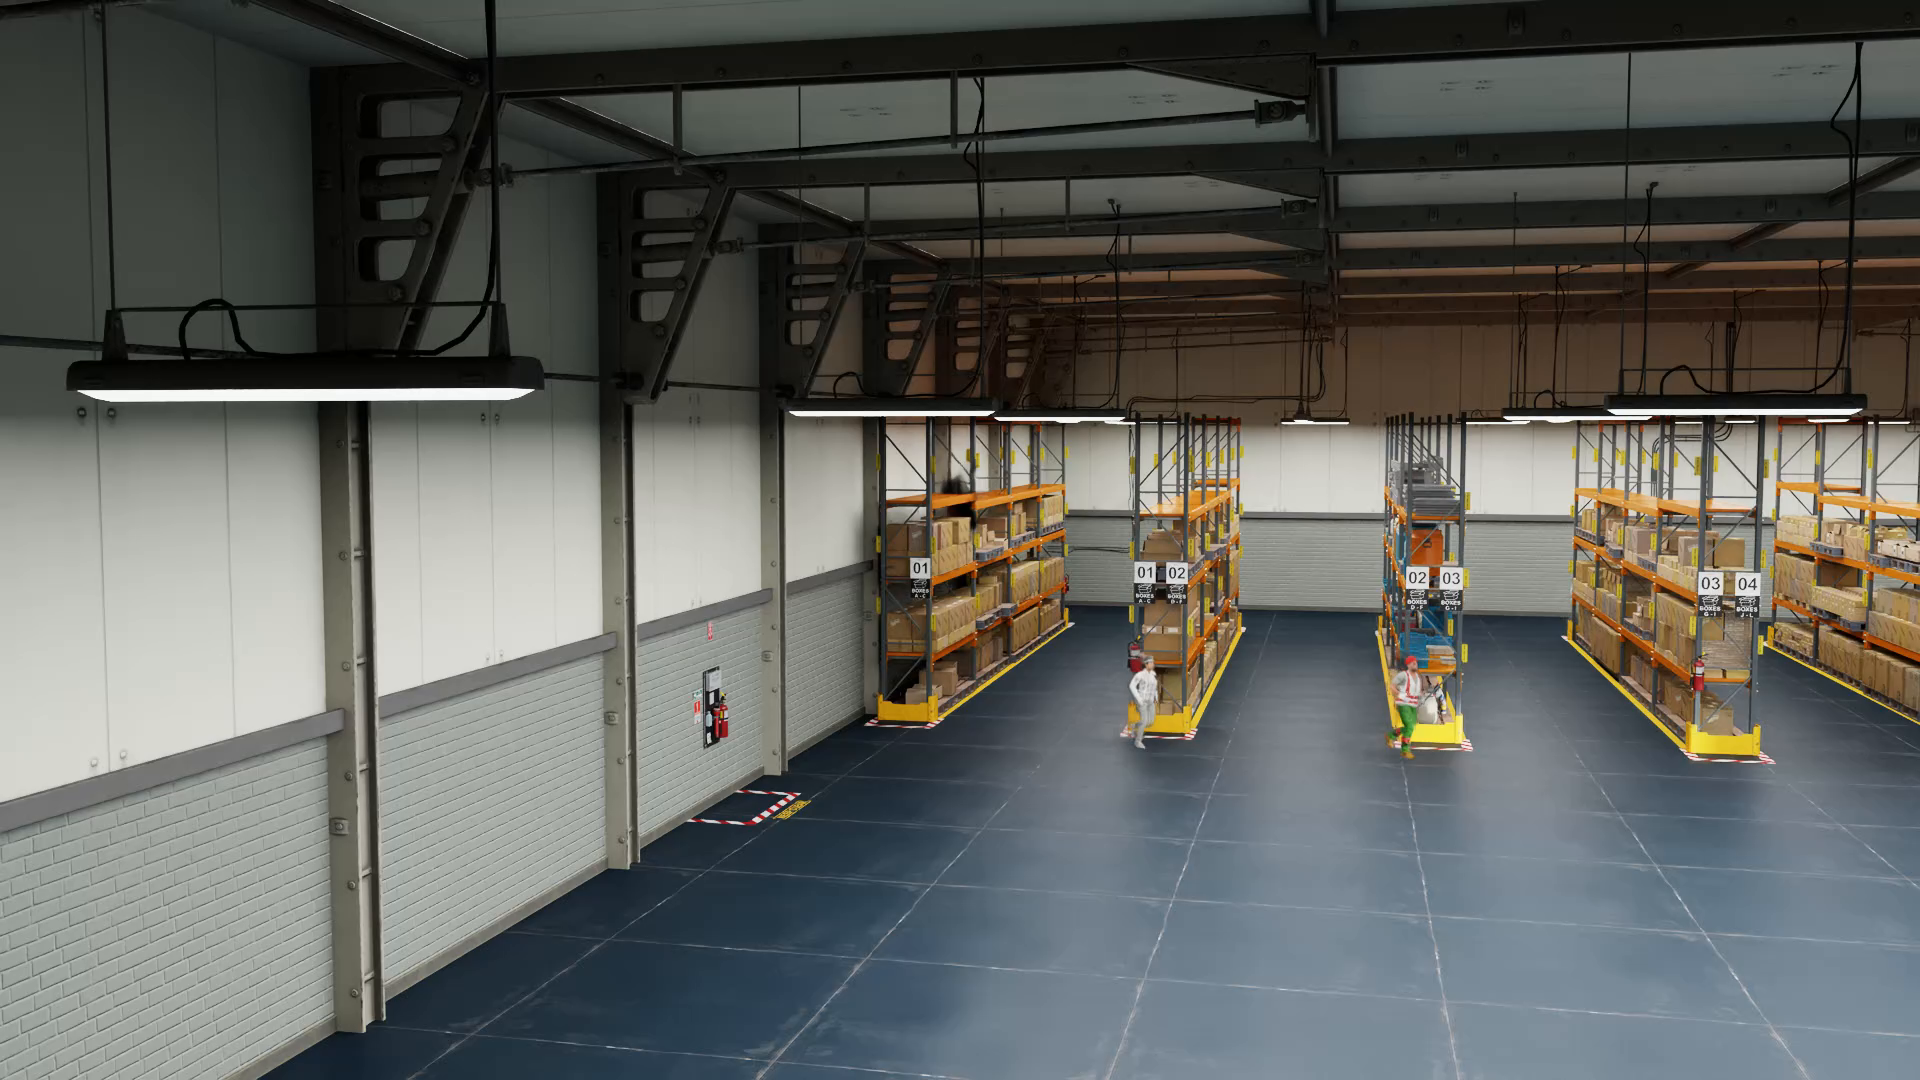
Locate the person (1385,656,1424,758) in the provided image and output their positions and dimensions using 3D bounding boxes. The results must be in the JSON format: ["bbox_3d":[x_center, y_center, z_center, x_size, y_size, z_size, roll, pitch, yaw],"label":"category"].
[{"bbox_3d":[7.813,2.897,29.134,0.701,1.741,0.741,-2,4,-30],"label":"person"}]

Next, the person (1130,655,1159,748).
[{"bbox_3d":[3.317,2.899,29.974,0.662,1.652,0.508,-3,5,-36],"label":"person"}]

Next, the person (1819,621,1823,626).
[{"bbox_3d":[22.888,1.861,44.582,0.678,1.712,0.975,-2,4,-27],"label":"person"}]
